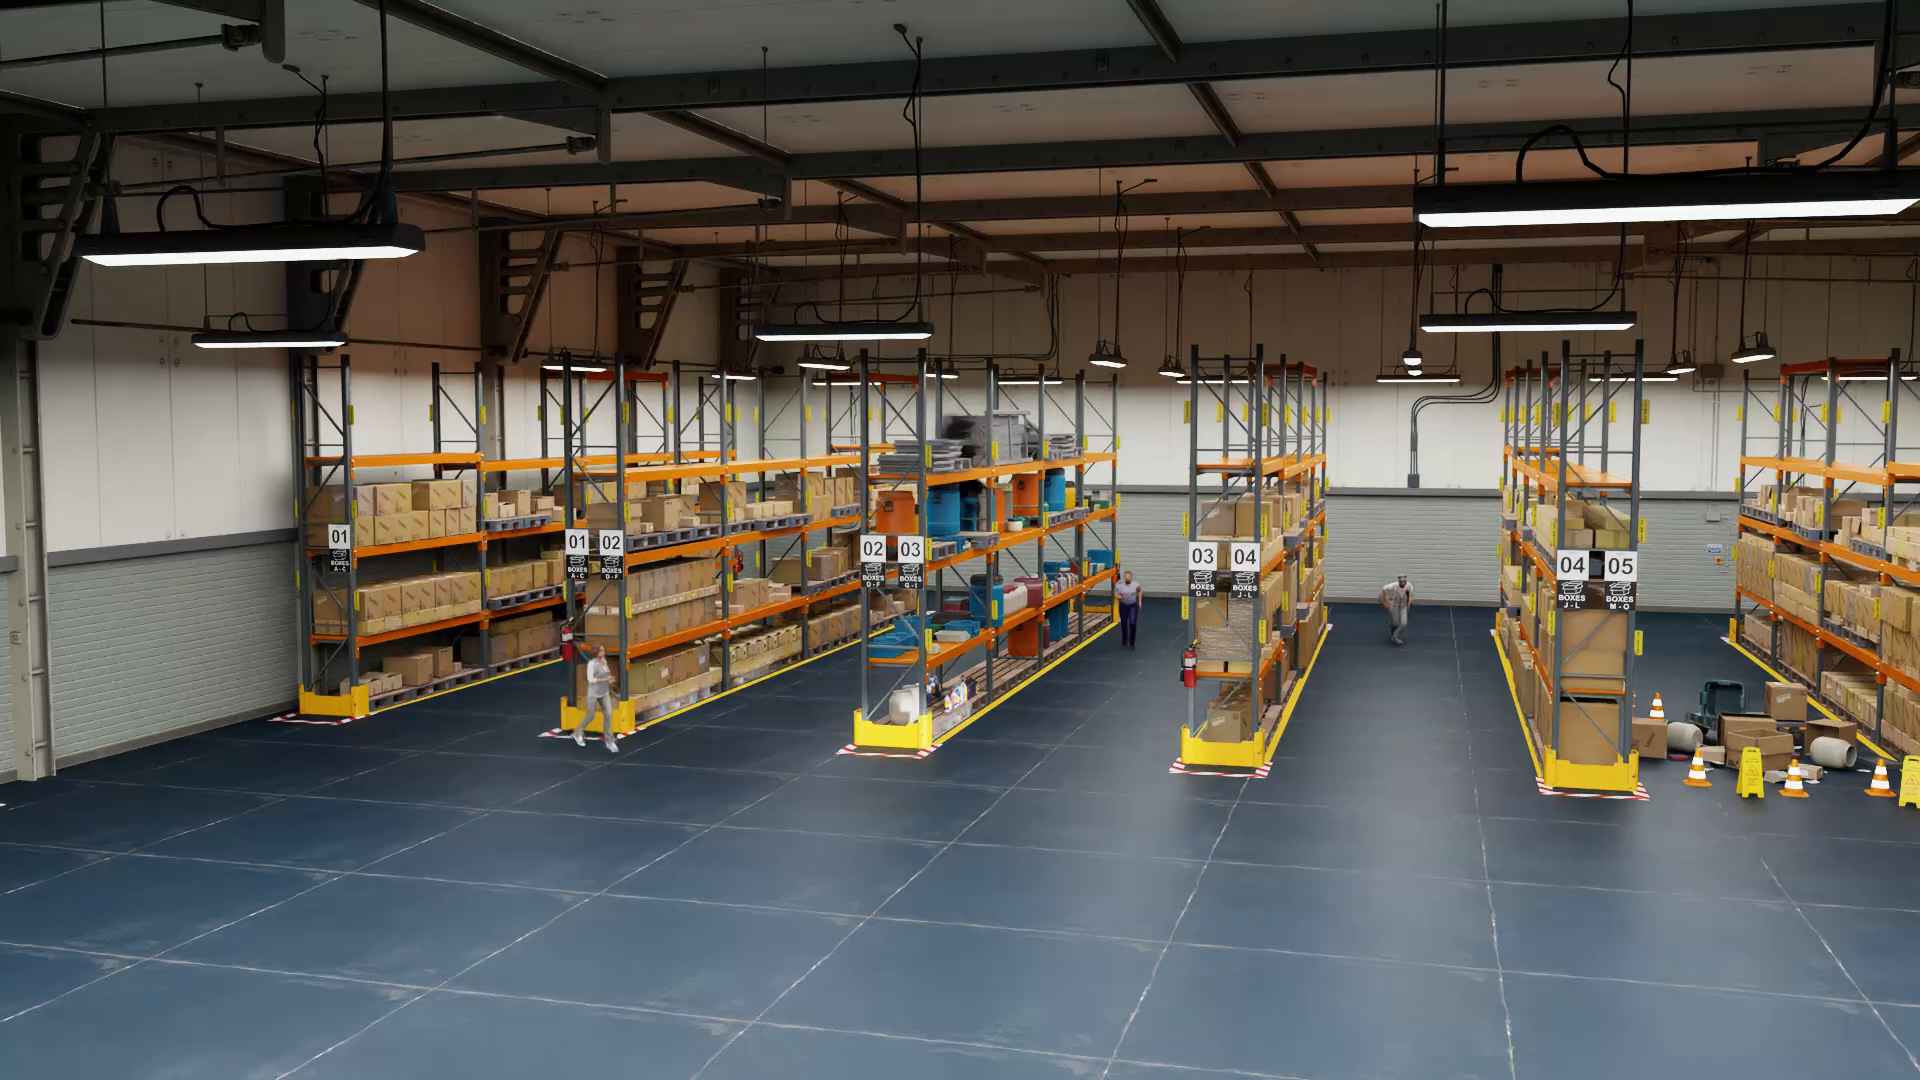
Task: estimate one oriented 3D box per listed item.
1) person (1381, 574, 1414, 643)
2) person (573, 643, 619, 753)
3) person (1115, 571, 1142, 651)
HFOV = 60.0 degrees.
[{"bbox_3d":[9.586,1.503,36.519,0.684,1.561,0.891,0,4,-1],"label":"person"},{"bbox_3d":[-5.418,2.326,24.719,0.861,1.609,0.507,3,5,34],"label":"person"},{"bbox_3d":[3.604,1.510,35.638,0.581,1.707,0.841,1,4,7],"label":"person"}]
